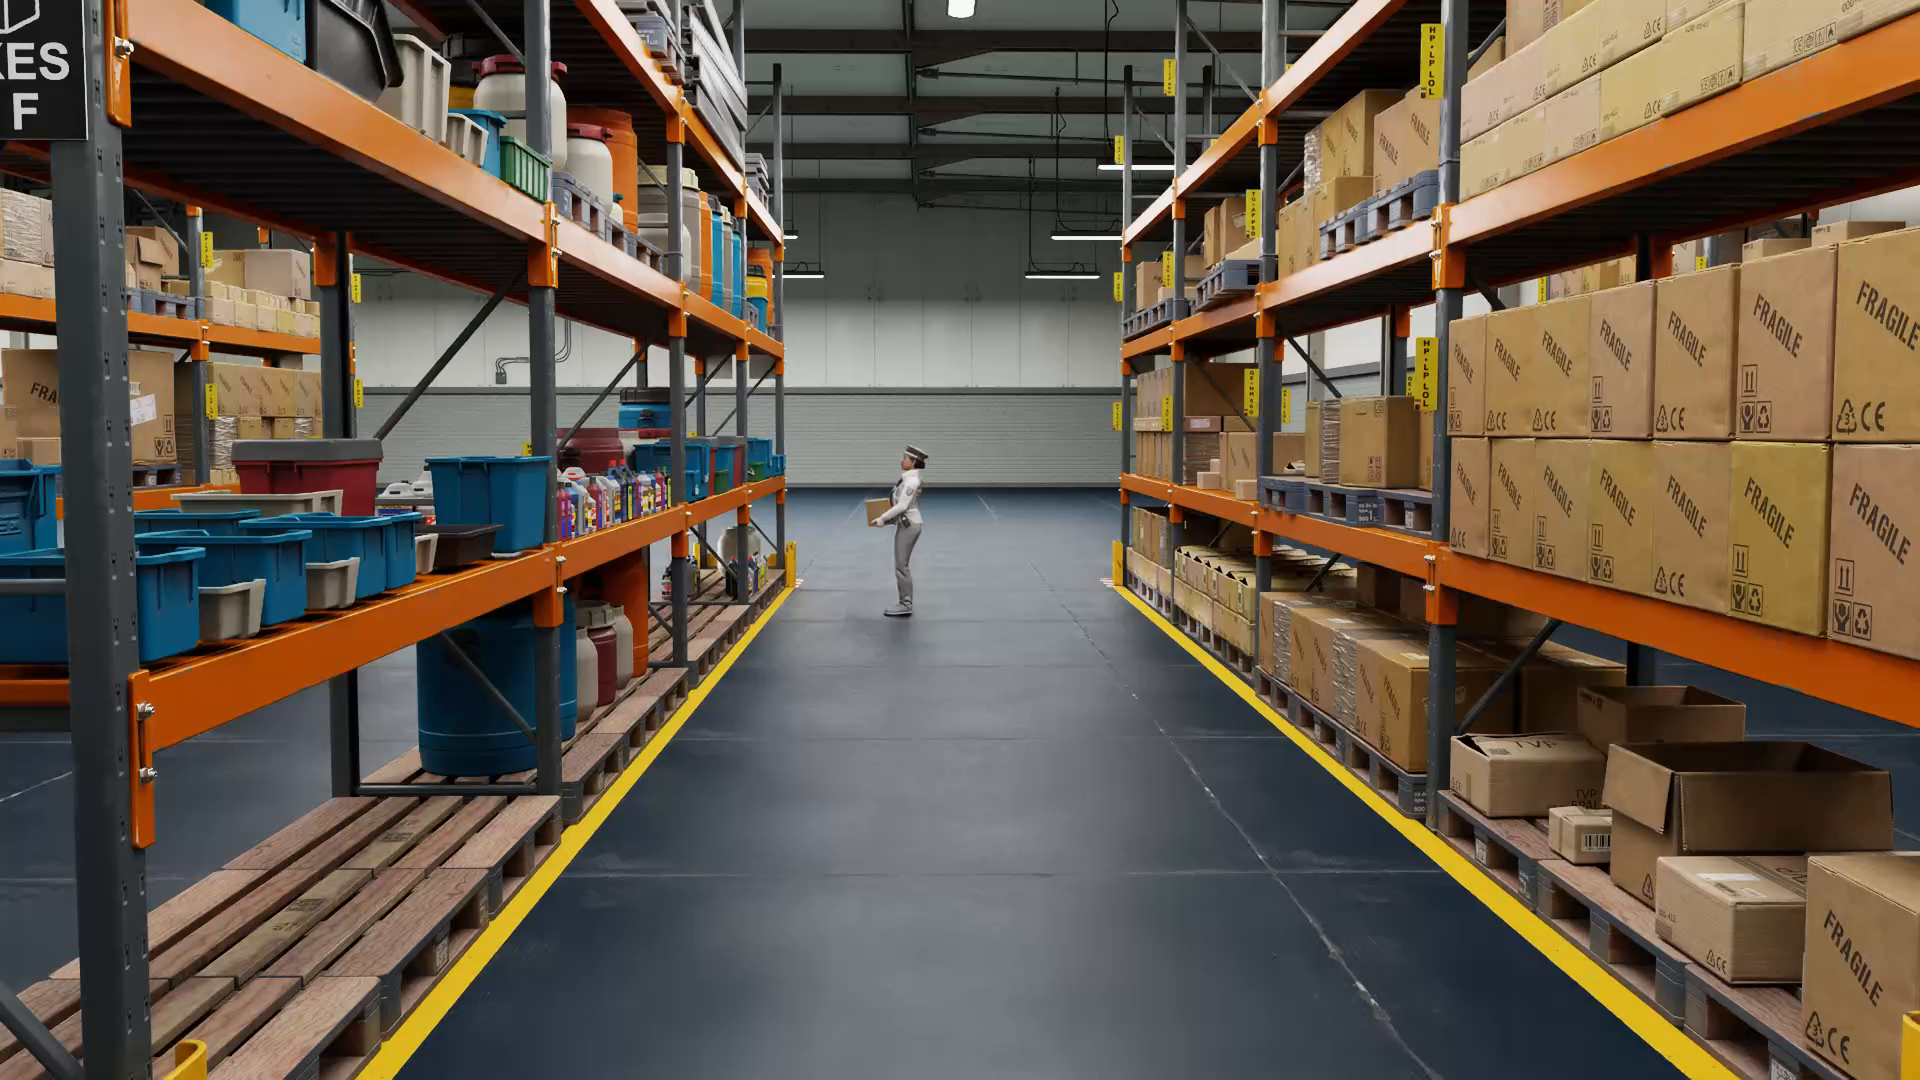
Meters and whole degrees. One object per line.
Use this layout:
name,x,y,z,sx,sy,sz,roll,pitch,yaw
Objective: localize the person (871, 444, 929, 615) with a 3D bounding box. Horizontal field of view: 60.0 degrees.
person,-0.589,-0.109,16.410,0.562,1.687,0.461,0,4,-1
